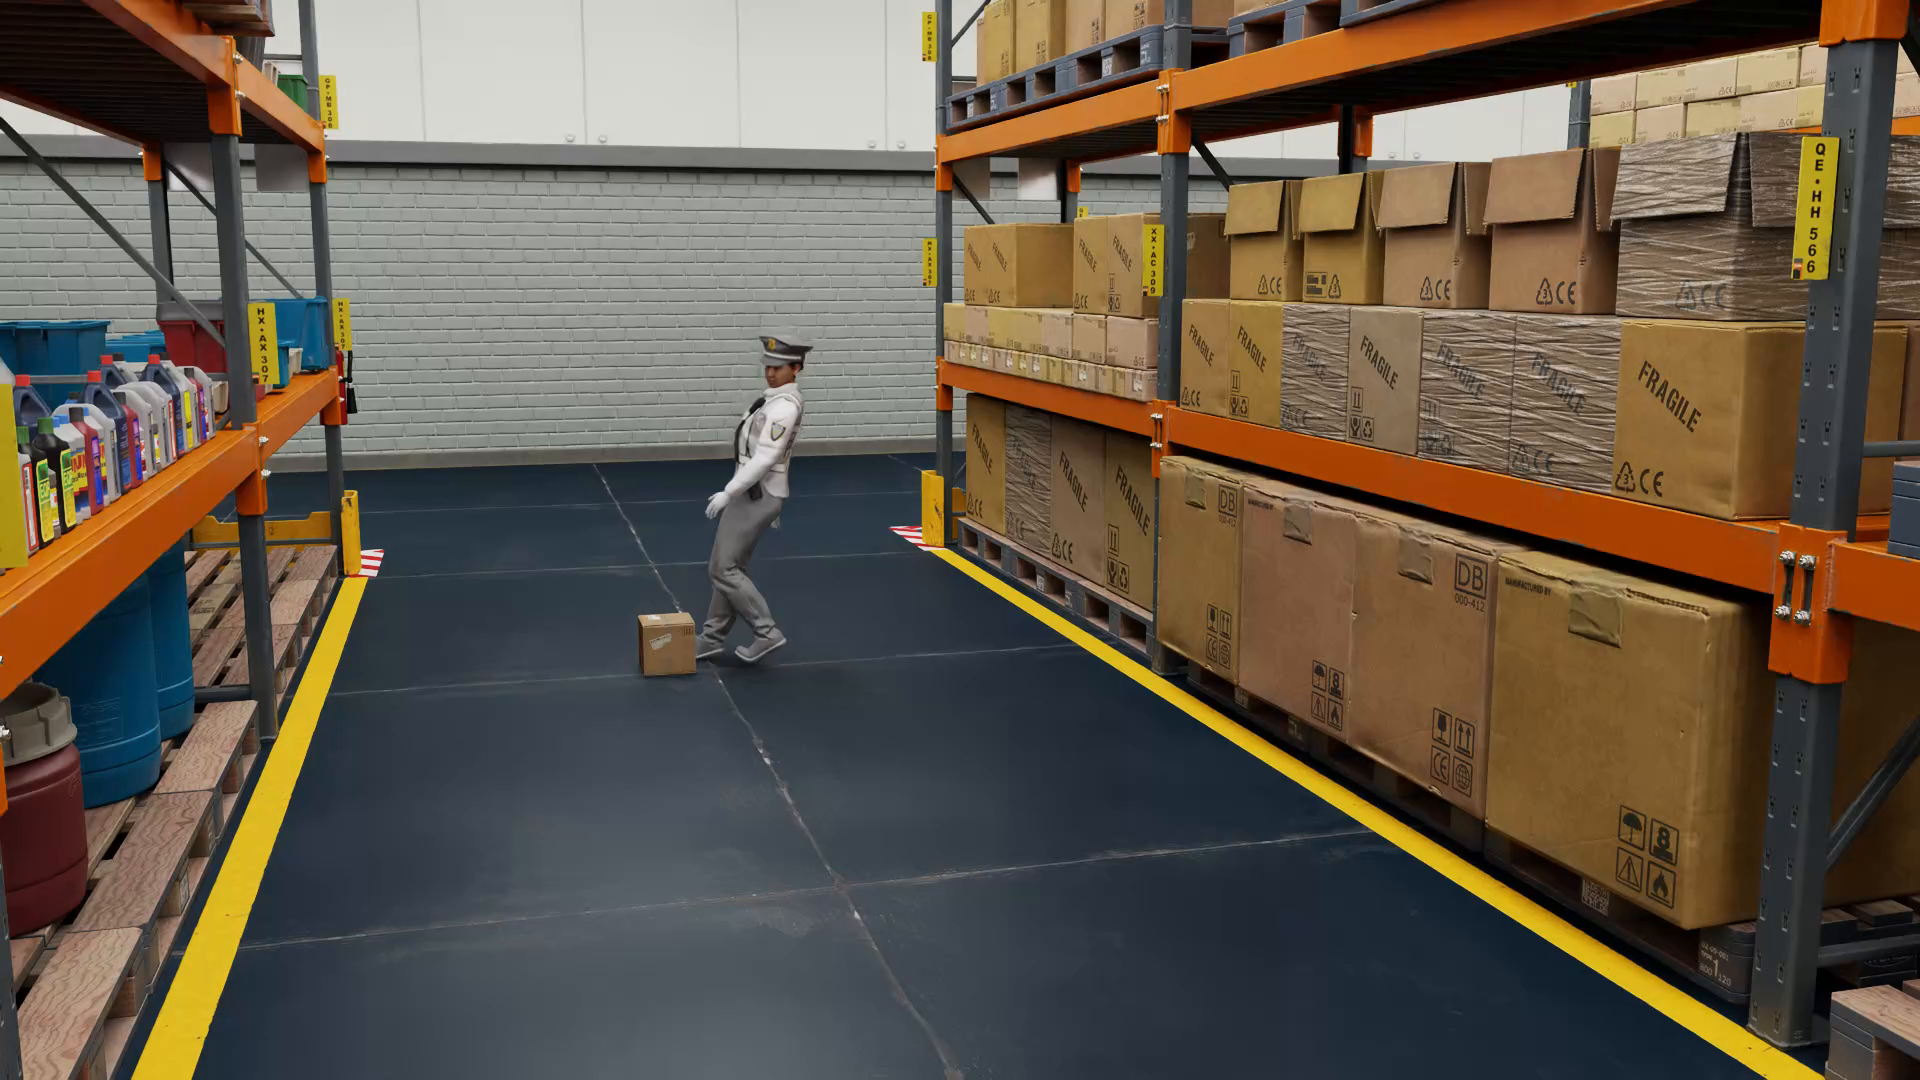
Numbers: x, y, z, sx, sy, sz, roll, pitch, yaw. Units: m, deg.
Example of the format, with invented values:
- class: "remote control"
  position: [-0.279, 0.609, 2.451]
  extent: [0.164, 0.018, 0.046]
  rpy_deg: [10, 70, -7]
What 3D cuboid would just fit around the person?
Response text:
- class: "person"
  position: [-1.079, -0.173, 8.123]
  extent: [0.755, 1.652, 0.515]
  rpy_deg: [-1, 9, -4]
